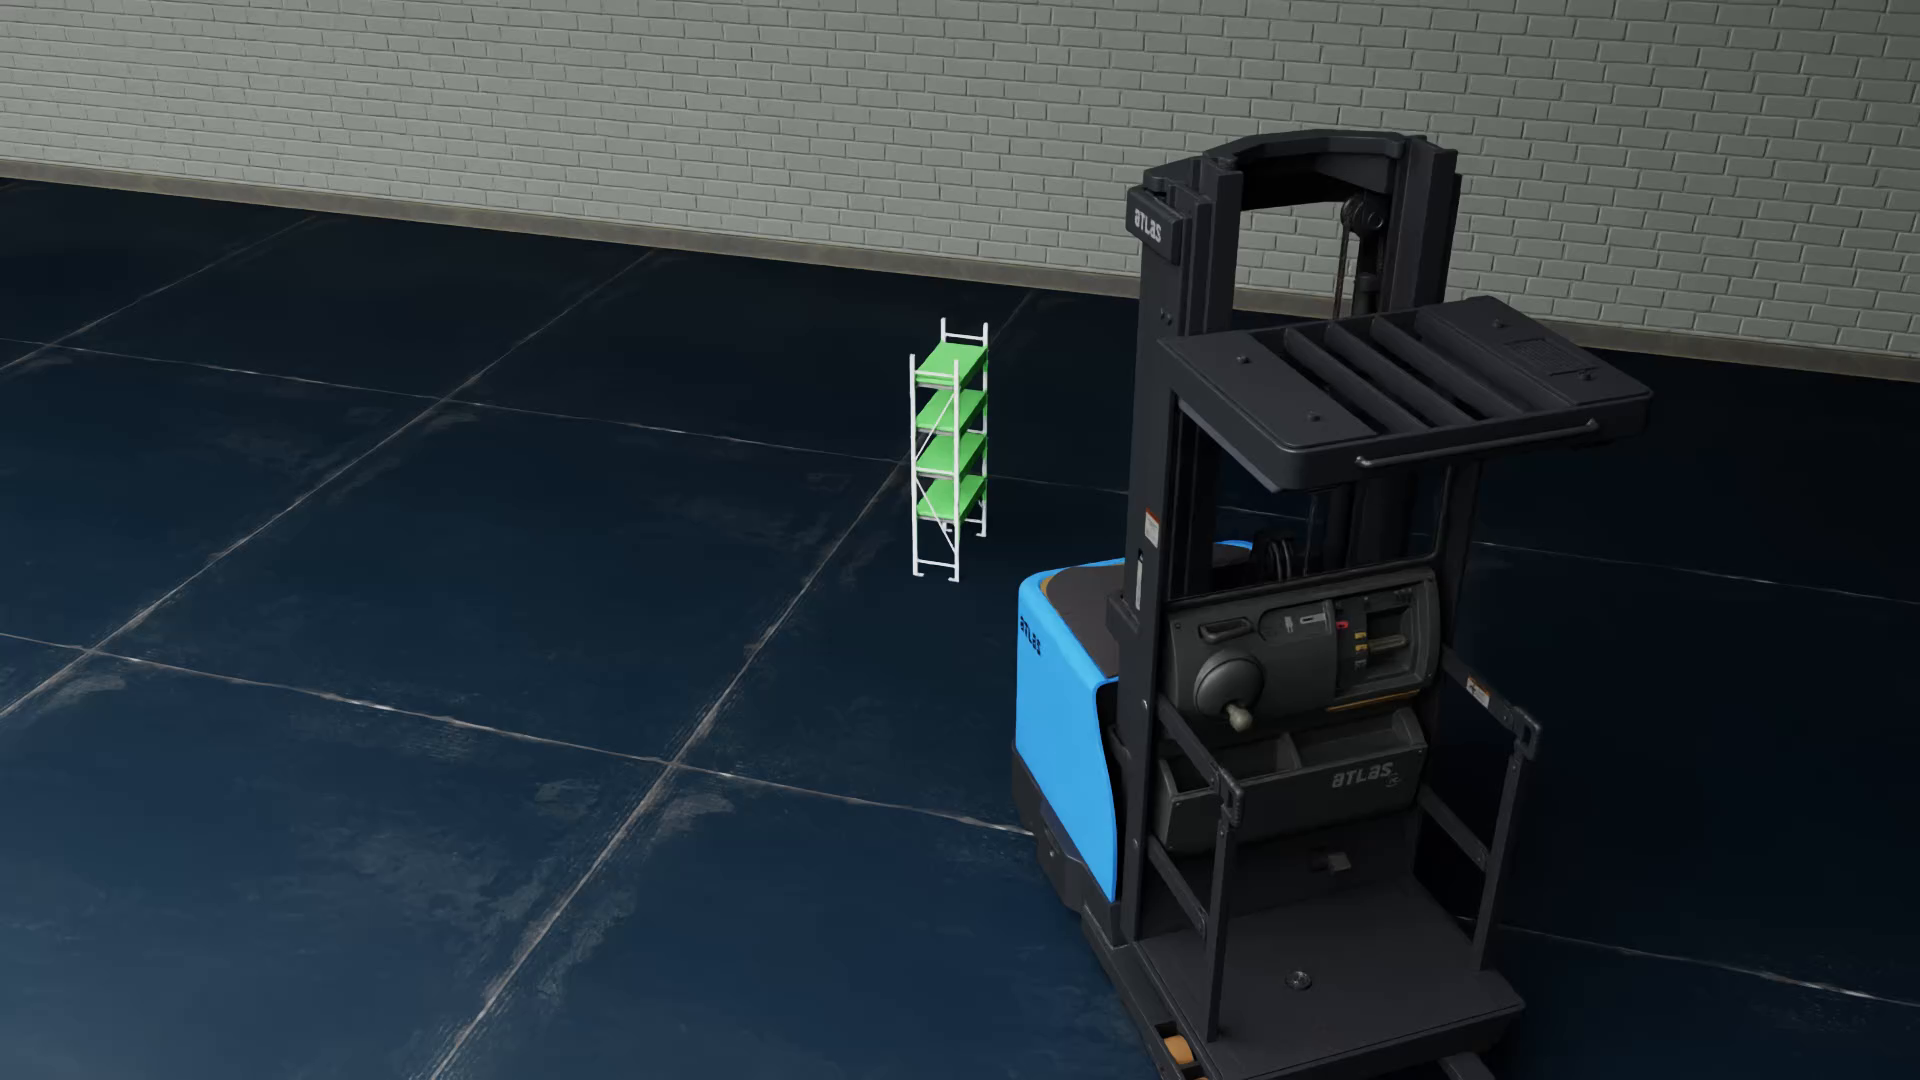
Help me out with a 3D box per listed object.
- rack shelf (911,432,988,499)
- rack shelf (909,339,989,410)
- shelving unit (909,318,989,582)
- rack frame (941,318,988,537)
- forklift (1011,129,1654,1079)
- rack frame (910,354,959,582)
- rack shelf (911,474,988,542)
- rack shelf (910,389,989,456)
[{"bbox_3d":[-0.049,-0.392,8.351,0.258,0.148,0.480,8,30,15],"label":"rack shelf"},{"bbox_3d":[-0.049,-0.811,8.118,0.258,0.148,0.480,8,30,15],"label":"rack shelf"},{"bbox_3d":[-0.049,-0.447,8.320,0.258,1.200,0.503,8,30,15],"label":"shelving unit"},{"bbox_3d":[0.023,-0.561,8.524,0.240,1.200,0.015,8,30,15],"label":"rack frame"},{"bbox_3d":[1.157,0.392,5.030,1.130,2.935,3.031,-9,30,-16],"label":"forklift"},{"bbox_3d":[-0.120,-0.334,8.116,0.240,1.200,0.015,8,30,15],"label":"rack frame"},{"bbox_3d":[-0.049,-0.182,8.468,0.258,0.148,0.480,8,30,15],"label":"rack shelf"},{"bbox_3d":[-0.049,-0.601,8.234,0.258,0.148,0.480,8,30,15],"label":"rack shelf"}]
